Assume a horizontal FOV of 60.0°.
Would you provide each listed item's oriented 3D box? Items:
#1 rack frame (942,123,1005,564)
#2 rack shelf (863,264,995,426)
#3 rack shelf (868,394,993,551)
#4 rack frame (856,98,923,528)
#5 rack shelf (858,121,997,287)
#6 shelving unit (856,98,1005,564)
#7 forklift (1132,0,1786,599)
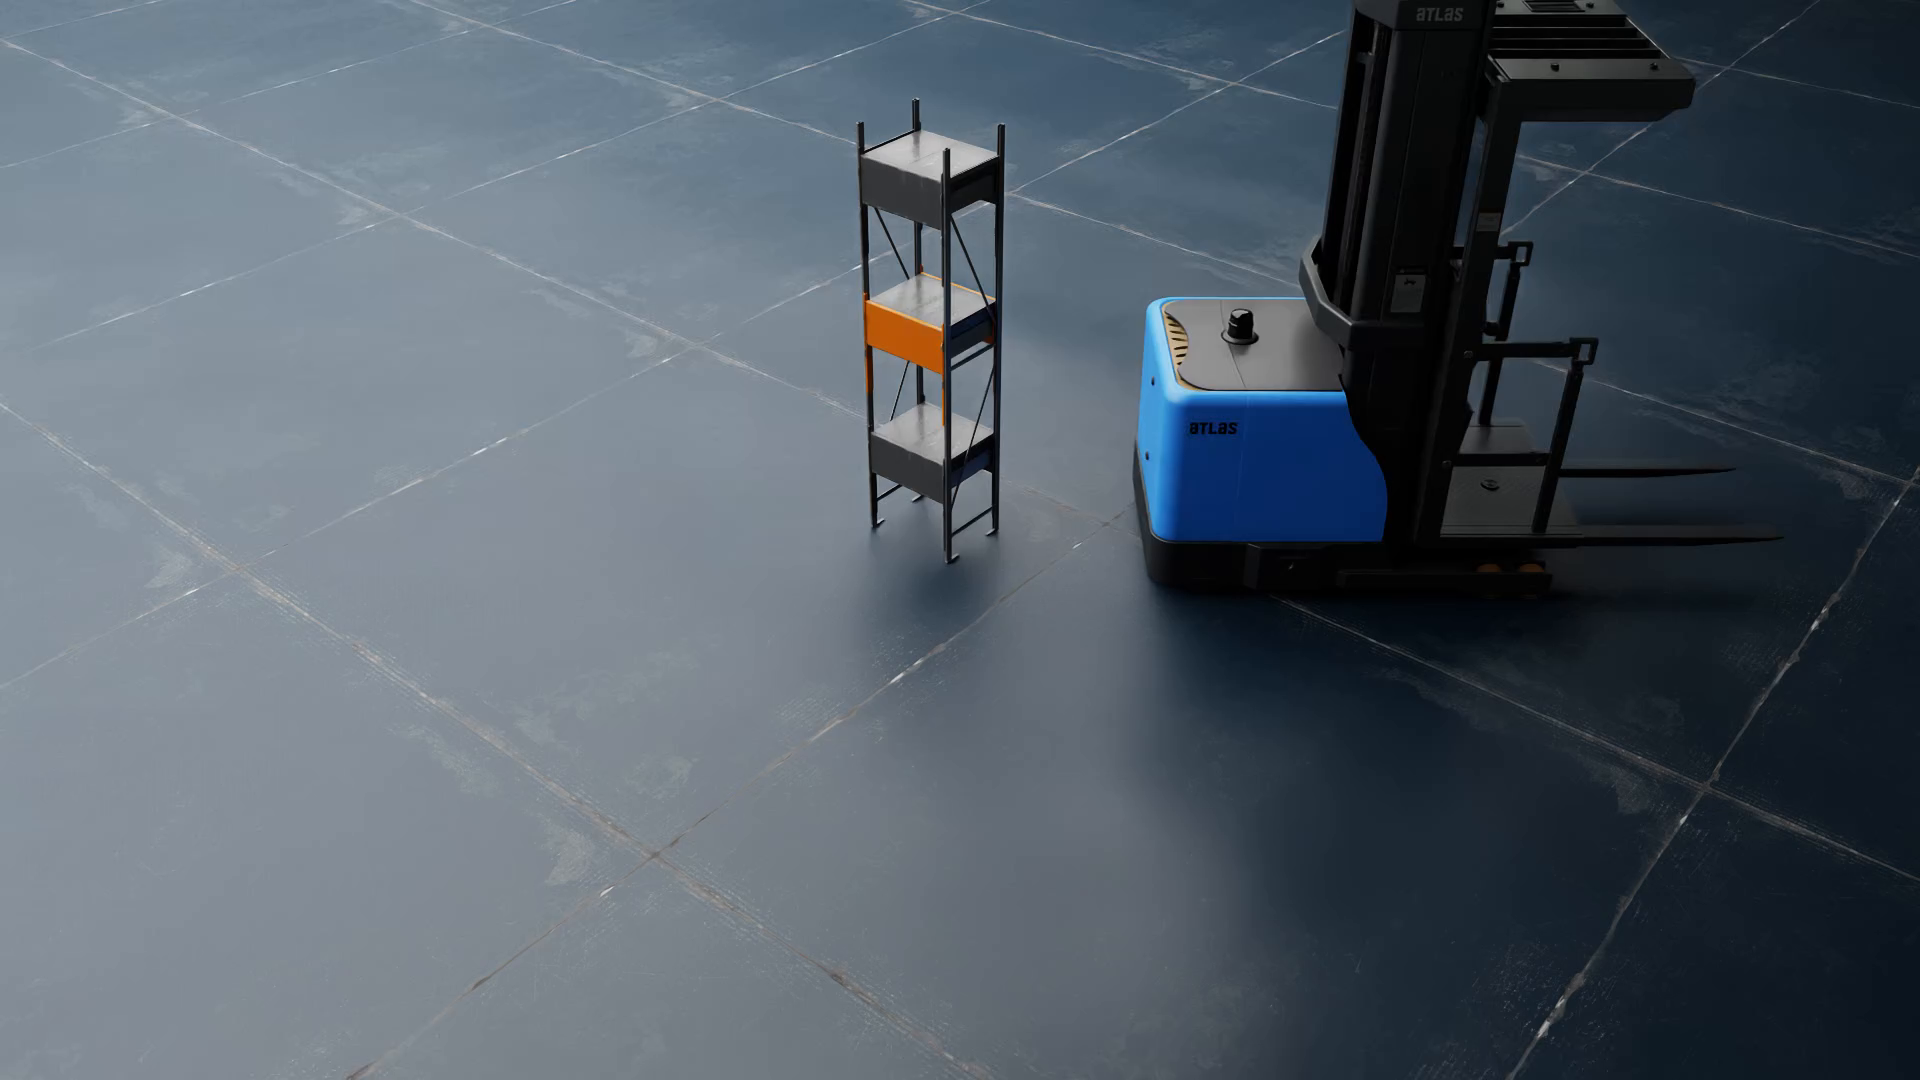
[{"bbox_3d":[0.060,-0.837,7.614,0.015,2.100,0.400,25,42,32],"label":"rack frame"},{"bbox_3d":[-0.127,-0.914,7.751,0.480,0.518,0.431,25,42,32],"label":"rack shelf"},{"bbox_3d":[-0.127,-0.337,8.147,0.480,0.518,0.431,25,42,32],"label":"rack shelf"},{"bbox_3d":[-0.315,-1.014,7.872,0.015,2.100,0.400,25,42,32],"label":"rack frame"},{"bbox_3d":[-0.127,-1.491,7.354,0.480,0.518,0.431,25,42,32],"label":"rack shelf"},{"bbox_3d":[-0.127,-0.926,7.743,0.503,2.100,0.431,25,42,32],"label":"shelving unit"},{"bbox_3d":[2.405,-1.232,7.455,3.031,2.935,1.130,0,34,0],"label":"forklift"}]
